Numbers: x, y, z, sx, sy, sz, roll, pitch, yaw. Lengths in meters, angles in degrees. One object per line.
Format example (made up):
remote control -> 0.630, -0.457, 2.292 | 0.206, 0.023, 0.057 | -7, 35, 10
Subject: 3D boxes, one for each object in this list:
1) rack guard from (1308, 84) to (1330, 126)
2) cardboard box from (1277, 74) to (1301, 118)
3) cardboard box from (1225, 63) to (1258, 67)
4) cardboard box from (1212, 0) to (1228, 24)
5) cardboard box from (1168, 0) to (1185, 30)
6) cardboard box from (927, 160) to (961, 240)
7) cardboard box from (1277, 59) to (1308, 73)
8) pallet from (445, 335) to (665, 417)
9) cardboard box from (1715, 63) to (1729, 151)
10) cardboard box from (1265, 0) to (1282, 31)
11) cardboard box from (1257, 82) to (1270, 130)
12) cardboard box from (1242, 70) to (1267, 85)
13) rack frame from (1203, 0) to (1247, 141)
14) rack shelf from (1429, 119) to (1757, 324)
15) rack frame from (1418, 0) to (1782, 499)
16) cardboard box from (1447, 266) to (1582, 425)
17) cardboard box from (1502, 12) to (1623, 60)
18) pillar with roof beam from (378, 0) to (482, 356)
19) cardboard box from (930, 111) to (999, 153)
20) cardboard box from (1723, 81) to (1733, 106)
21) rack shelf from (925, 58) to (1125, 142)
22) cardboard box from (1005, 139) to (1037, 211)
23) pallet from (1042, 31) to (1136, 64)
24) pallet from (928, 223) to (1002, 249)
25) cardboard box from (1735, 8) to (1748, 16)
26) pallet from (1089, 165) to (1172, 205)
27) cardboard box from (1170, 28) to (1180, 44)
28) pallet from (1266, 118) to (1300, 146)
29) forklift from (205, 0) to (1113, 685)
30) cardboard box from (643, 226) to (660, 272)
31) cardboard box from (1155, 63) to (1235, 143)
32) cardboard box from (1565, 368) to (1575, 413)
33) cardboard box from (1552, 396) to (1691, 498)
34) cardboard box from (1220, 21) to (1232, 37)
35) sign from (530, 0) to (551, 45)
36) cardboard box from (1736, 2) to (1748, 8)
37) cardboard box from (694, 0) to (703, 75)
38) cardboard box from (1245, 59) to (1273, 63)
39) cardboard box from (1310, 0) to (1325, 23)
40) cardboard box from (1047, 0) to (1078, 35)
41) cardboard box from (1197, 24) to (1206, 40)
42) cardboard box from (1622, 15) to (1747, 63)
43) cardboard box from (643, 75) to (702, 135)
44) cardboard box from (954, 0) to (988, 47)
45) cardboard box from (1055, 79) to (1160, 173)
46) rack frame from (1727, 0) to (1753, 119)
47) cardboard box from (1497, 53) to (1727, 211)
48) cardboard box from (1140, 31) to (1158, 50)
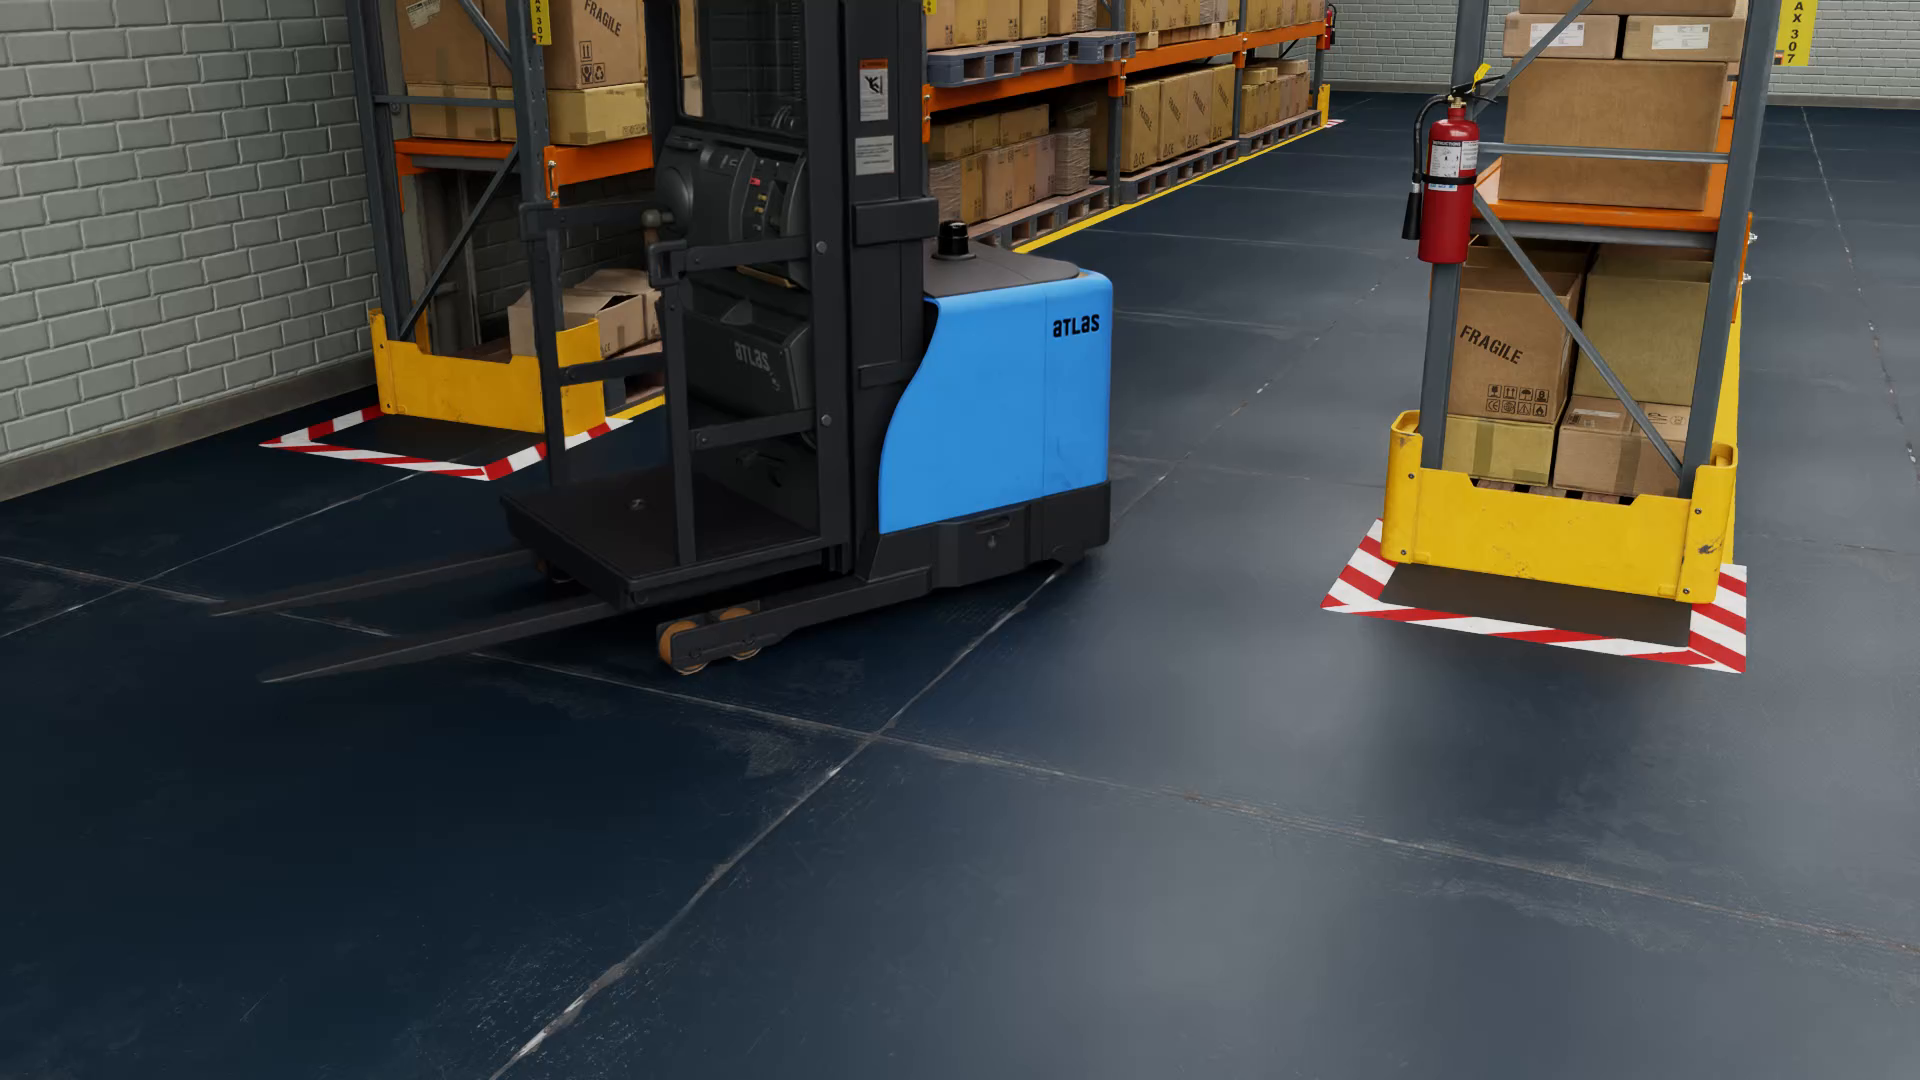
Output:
rack guard -> 4.226, -5.721, 21.810 | 1.175, 0.500, 0.348 | 9, 21, 23
cardboard box -> 3.816, -5.531, 20.648 | 0.700, 0.500, 0.500 | 8, 21, 23
cardboard box -> 3.372, -5.667, 20.064 | 0.380, 0.149, 0.250 | 9, 21, 23
cardboard box -> 2.420, -5.532, 16.926 | 0.500, 0.500, 0.500 | 9, 21, 23
cardboard box -> 1.800, -5.066, 15.615 | 0.500, 0.500, 0.500 | 8, 21, 22
cardboard box -> -0.411, -2.480, 12.040 | 0.700, 0.500, 0.500 | 9, 22, 25
cardboard box -> 4.135, -5.925, 20.789 | 0.380, 0.149, 0.250 | 8, 21, 22
pallet -> -1.939, -0.953, 8.834 | 1.003, 0.211, 1.213 | 9, 21, 23
cardboard box -> 3.020, -1.984, 7.420 | 0.700, 0.500, 0.500 | 9, 22, 24
cardboard box -> 3.119, -6.196, 18.967 | 0.980, 0.700, 0.700 | 8, 21, 21
cardboard box -> 3.187, -5.057, 19.314 | 0.700, 0.500, 0.500 | 8, 21, 22
cardboard box -> 3.285, -5.289, 18.999 | 0.380, 0.149, 0.250 | 9, 22, 25
rack frame -> 2.578, -5.669, 17.932 | 1.000, 3.000, 0.127 | 9, 21, 23
rack shelf -> 3.004, -1.594, 7.549 | 1.077, 0.370, 4.000 | 9, 21, 23
rack frame -> 2.185, -1.322, 5.709 | 1.000, 3.000, 0.127 | 9, 21, 23
cardboard box -> 2.133, -0.782, 6.549 | 0.500, 0.500, 0.500 | 9, 21, 23
cardboard box -> 2.168, -1.818, 5.986 | 0.380, 0.149, 0.250 | 8, 21, 22
pillar with roof beam -> 1.090, -4.569, 5.886 | 9.100, 9.000, 0.400 | 9, 21, 23
cardboard box -> -0.024, -3.128, 12.742 | 0.500, 0.250, 0.500 | 8, 21, 21
cardboard box -> 4.373, -2.669, 9.872 | 0.380, 0.149, 0.250 | 9, 21, 23
rack shelf -> 0.121, -3.496, 12.895 | 1.077, 0.370, 4.000 | 9, 21, 23
cardboard box -> 0.199, -2.951, 13.364 | 0.700, 0.500, 0.500 | 8, 21, 22
pallet -> 0.746, -4.123, 13.872 | 1.213, 0.211, 1.003 | 9, 21, 23
pallet -> -0.380, -2.148, 12.192 | 1.003, 0.211, 1.213 | 9, 21, 23
cardboard box -> 2.857, -1.999, 6.496 | 0.380, 0.149, 0.250 | 8, 21, 22
pallet -> 1.332, -3.363, 15.609 | 1.003, 0.211, 1.213 | 9, 21, 23
cardboard box -> 1.905, -4.876, 16.049 | 0.380, 0.149, 0.250 | 9, 21, 23
pallet -> 3.459, -4.951, 20.075 | 1.003, 0.211, 1.213 | 9, 21, 23
forklift -> -0.931, -1.156, 5.346 | 3.031, 2.935, 1.130 | -14, 24, -33
cardboard box -> -1.391, -1.621, 9.624 | 0.700, 0.500, 0.500 | 7, 21, 19
cardboard box -> 2.431, -4.637, 17.613 | 0.750, 0.750, 0.750 | 9, 21, 23
cardboard box -> 2.329, -0.583, 7.109 | 0.500, 0.250, 0.500 | 9, 21, 23
cardboard box -> 2.608, -0.358, 6.475 | 0.500, 0.250, 0.500 | 9, 21, 23
cardboard box -> 2.617, -5.337, 17.345 | 0.380, 0.149, 0.250 | 9, 21, 24
sign -> -1.840, -2.334, 7.263 | 0.100, 0.325, 0.005 | 9, 21, 23
cardboard box -> 3.173, -2.235, 7.159 | 0.380, 0.149, 0.250 | 9, 21, 23
cardboard box -> -1.437, -2.704, 8.670 | 0.500, 0.500, 0.500 | 8, 21, 21
cardboard box -> 3.683, -5.900, 20.719 | 0.380, 0.149, 0.250 | 9, 21, 23
cardboard box -> 4.017, -6.876, 20.878 | 0.980, 0.700, 0.700 | 10, 22, 25
cardboard box -> 0.553, -4.381, 13.504 | 0.700, 0.500, 0.500 | 6, 21, 18
cardboard box -> 2.254, -5.110, 16.705 | 0.380, 0.149, 0.250 | 9, 21, 23
cardboard box -> 2.543, -1.765, 5.838 | 0.380, 0.149, 0.250 | 8, 21, 22
cardboard box -> -1.646, -2.205, 8.388 | 0.500, 0.250, 0.500 | 8, 21, 21
cardboard box -> -0.223, -3.798, 11.867 | 0.700, 0.500, 0.500 | 11, 22, 28
cardboard box -> 1.361, -3.838, 15.365 | 0.750, 0.750, 0.750 | 8, 21, 22
rack frame -> 3.823, -2.545, 9.147 | 1.000, 3.000, 0.127 | 9, 21, 23
cardboard box -> 2.388, -1.510, 6.089 | 0.700, 0.500, 0.500 | 9, 21, 23
cardboard box -> 1.584, -4.551, 15.135 | 0.380, 0.149, 0.250 | 9, 22, 24
